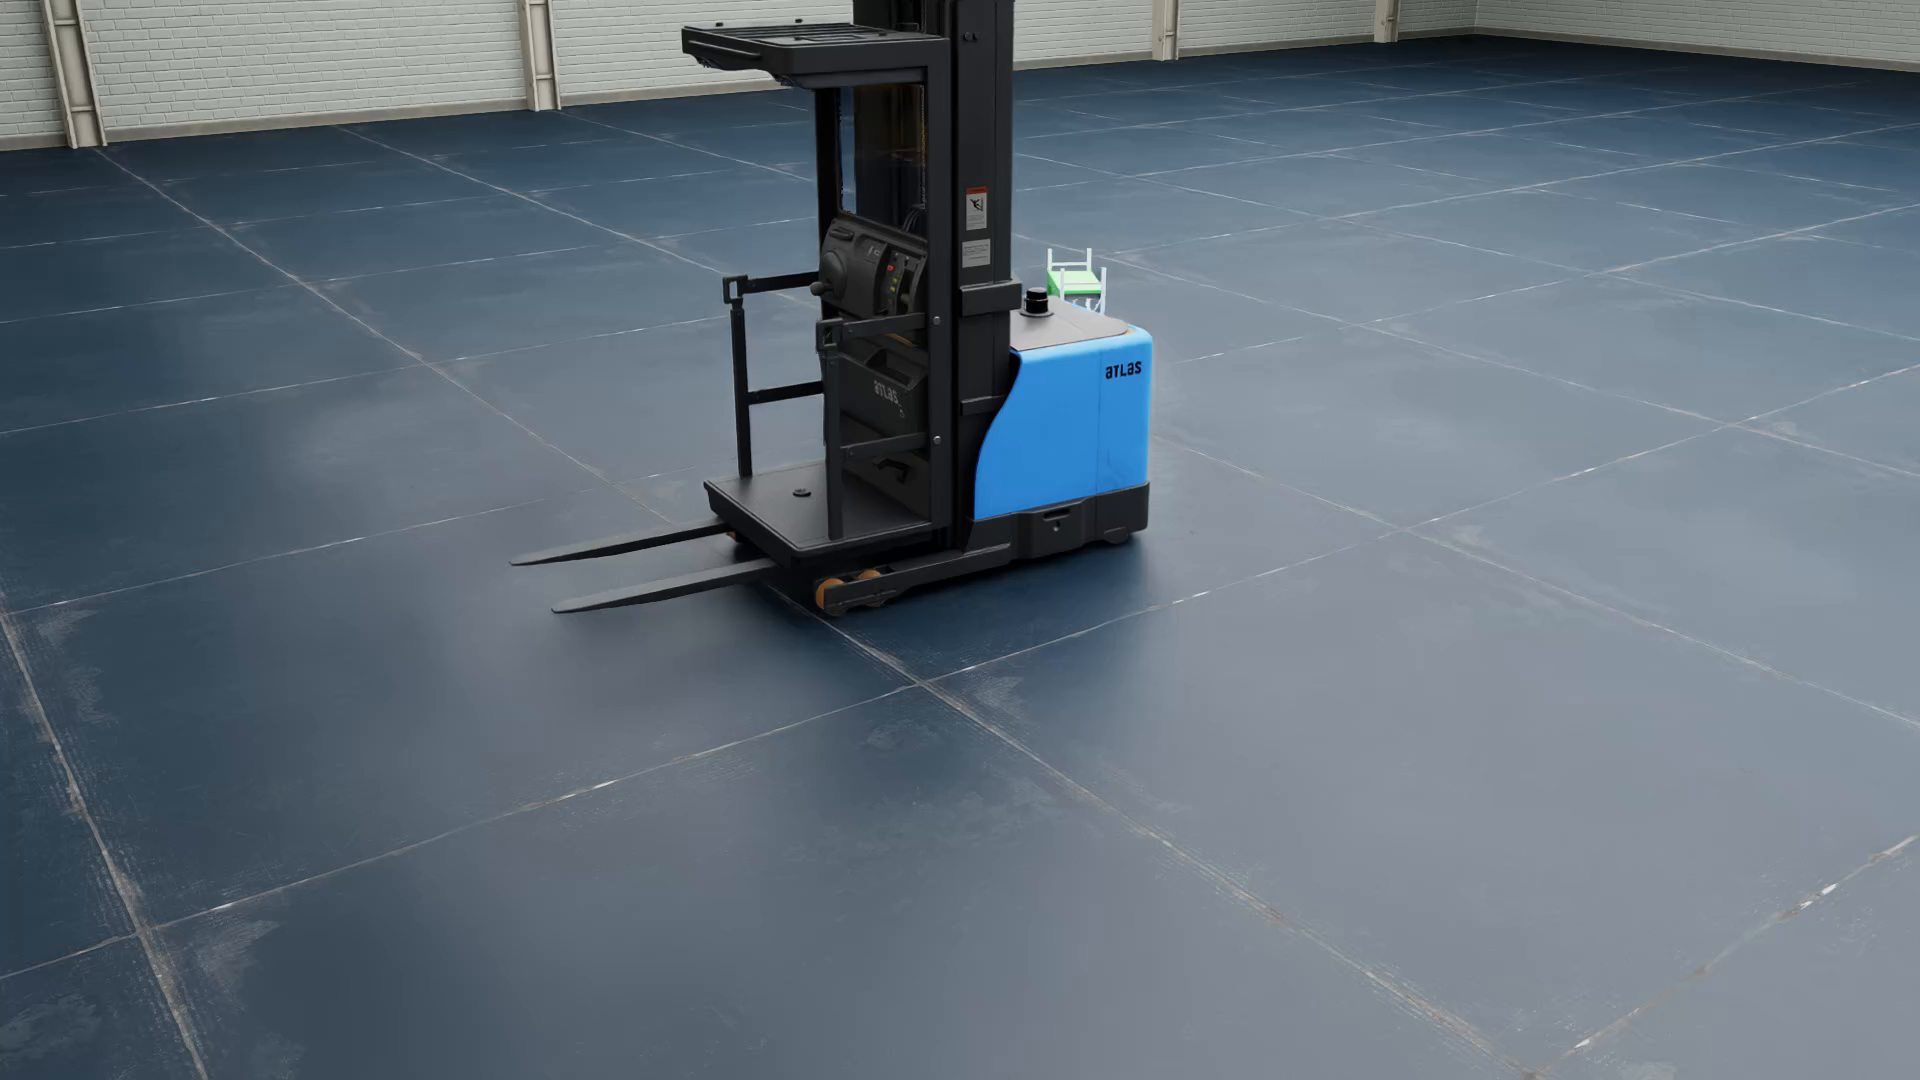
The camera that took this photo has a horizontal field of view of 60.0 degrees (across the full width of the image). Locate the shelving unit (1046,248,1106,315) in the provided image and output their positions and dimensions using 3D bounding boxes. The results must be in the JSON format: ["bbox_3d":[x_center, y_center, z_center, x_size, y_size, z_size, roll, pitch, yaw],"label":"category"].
[{"bbox_3d":[0.626,-0.960,9.184,0.258,1.200,0.503,-2,22,-4],"label":"shelving unit"}]

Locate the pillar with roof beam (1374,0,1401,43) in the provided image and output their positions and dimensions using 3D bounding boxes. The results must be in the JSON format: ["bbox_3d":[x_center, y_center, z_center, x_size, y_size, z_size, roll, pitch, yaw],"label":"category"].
[{"bbox_3d":[11.135,-12.992,28.813,0.400,9.000,9.100,-15,26,-33],"label":"pillar with roof beam"}]

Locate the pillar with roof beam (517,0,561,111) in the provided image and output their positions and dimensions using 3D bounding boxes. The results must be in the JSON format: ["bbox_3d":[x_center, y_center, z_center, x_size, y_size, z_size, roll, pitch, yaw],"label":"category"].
[{"bbox_3d":[-3.477,-9.096,19.050,0.400,9.000,9.100,-15,26,-33],"label":"pillar with roof beam"}]

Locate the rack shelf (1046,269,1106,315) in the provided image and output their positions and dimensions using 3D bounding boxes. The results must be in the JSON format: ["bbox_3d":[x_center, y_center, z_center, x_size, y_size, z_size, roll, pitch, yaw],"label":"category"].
[{"bbox_3d":[0.626,-1.347,9.030,0.258,0.148,0.480,-2,22,-4],"label":"rack shelf"}]

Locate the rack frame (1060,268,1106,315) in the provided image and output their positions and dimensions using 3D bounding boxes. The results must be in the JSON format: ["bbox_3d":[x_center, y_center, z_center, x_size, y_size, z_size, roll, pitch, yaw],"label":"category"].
[{"bbox_3d":[0.647,-0.870,8.958,0.240,1.200,0.015,-2,22,-4],"label":"rack frame"}]

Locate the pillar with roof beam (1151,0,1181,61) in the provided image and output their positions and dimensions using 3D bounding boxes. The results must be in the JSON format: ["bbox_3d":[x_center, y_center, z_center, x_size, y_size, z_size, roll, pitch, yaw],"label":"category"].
[{"bbox_3d":[6.264,-11.693,25.559,0.400,9.000,9.100,-15,26,-33],"label":"pillar with roof beam"}]

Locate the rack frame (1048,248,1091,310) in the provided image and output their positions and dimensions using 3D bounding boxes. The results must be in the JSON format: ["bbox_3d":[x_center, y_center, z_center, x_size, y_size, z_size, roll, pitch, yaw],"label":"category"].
[{"bbox_3d":[0.606,-1.050,9.410,0.240,1.200,0.015,-2,22,-4],"label":"rack frame"}]

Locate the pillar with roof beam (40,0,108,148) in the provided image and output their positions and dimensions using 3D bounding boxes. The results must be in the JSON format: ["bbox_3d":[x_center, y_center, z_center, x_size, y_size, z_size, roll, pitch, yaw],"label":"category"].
[{"bbox_3d":[-8.347,-7.797,15.795,0.400,9.000,9.100,-15,26,-33],"label":"pillar with roof beam"}]

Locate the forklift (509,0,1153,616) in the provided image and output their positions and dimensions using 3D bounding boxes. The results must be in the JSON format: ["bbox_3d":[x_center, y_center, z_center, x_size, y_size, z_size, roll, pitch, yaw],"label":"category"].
[{"bbox_3d":[-0.581,-1.240,7.550,3.031,2.935,1.130,-12,25,-28],"label":"forklift"}]
